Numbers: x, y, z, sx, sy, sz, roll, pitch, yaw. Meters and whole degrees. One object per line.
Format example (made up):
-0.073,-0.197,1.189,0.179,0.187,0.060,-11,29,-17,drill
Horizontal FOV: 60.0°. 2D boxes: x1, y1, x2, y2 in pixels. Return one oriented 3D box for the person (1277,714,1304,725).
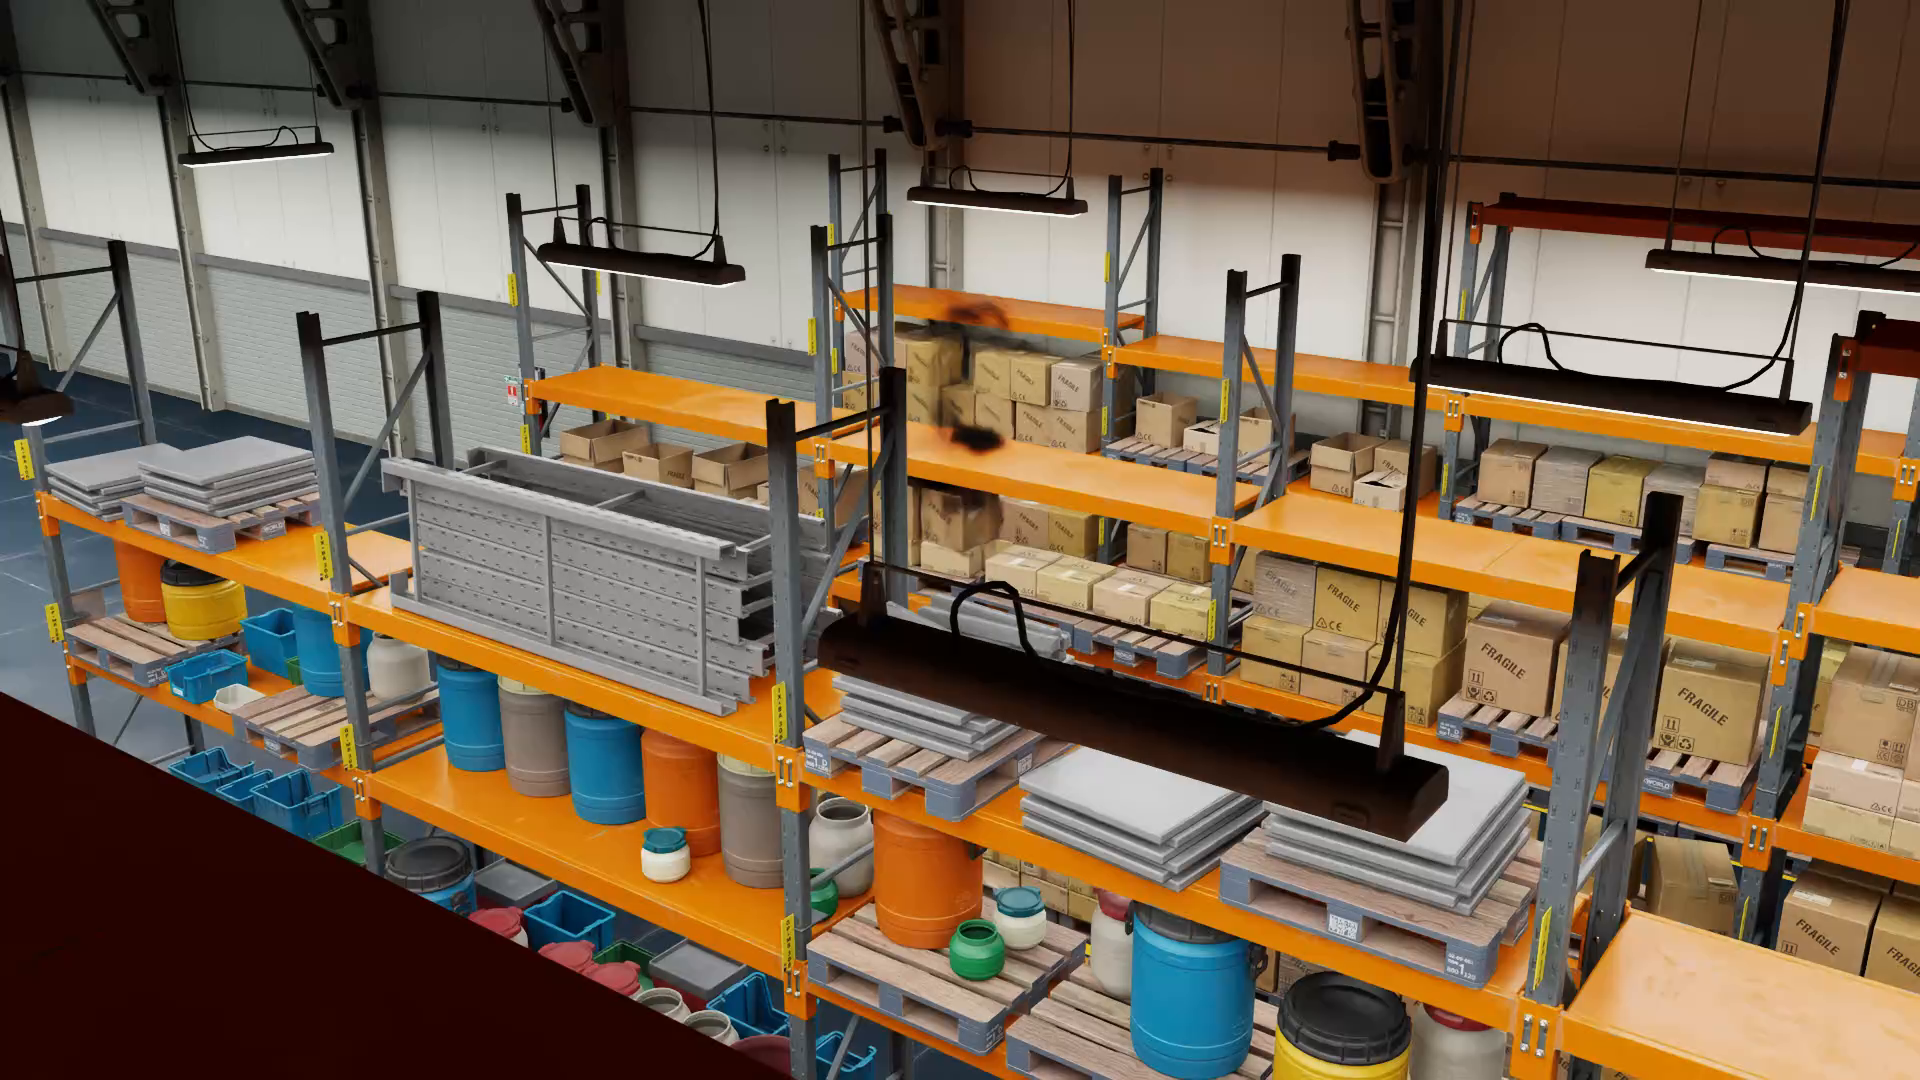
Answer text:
3.167,2.303,15.608,0.828,1.727,0.637,10,21,28,person
